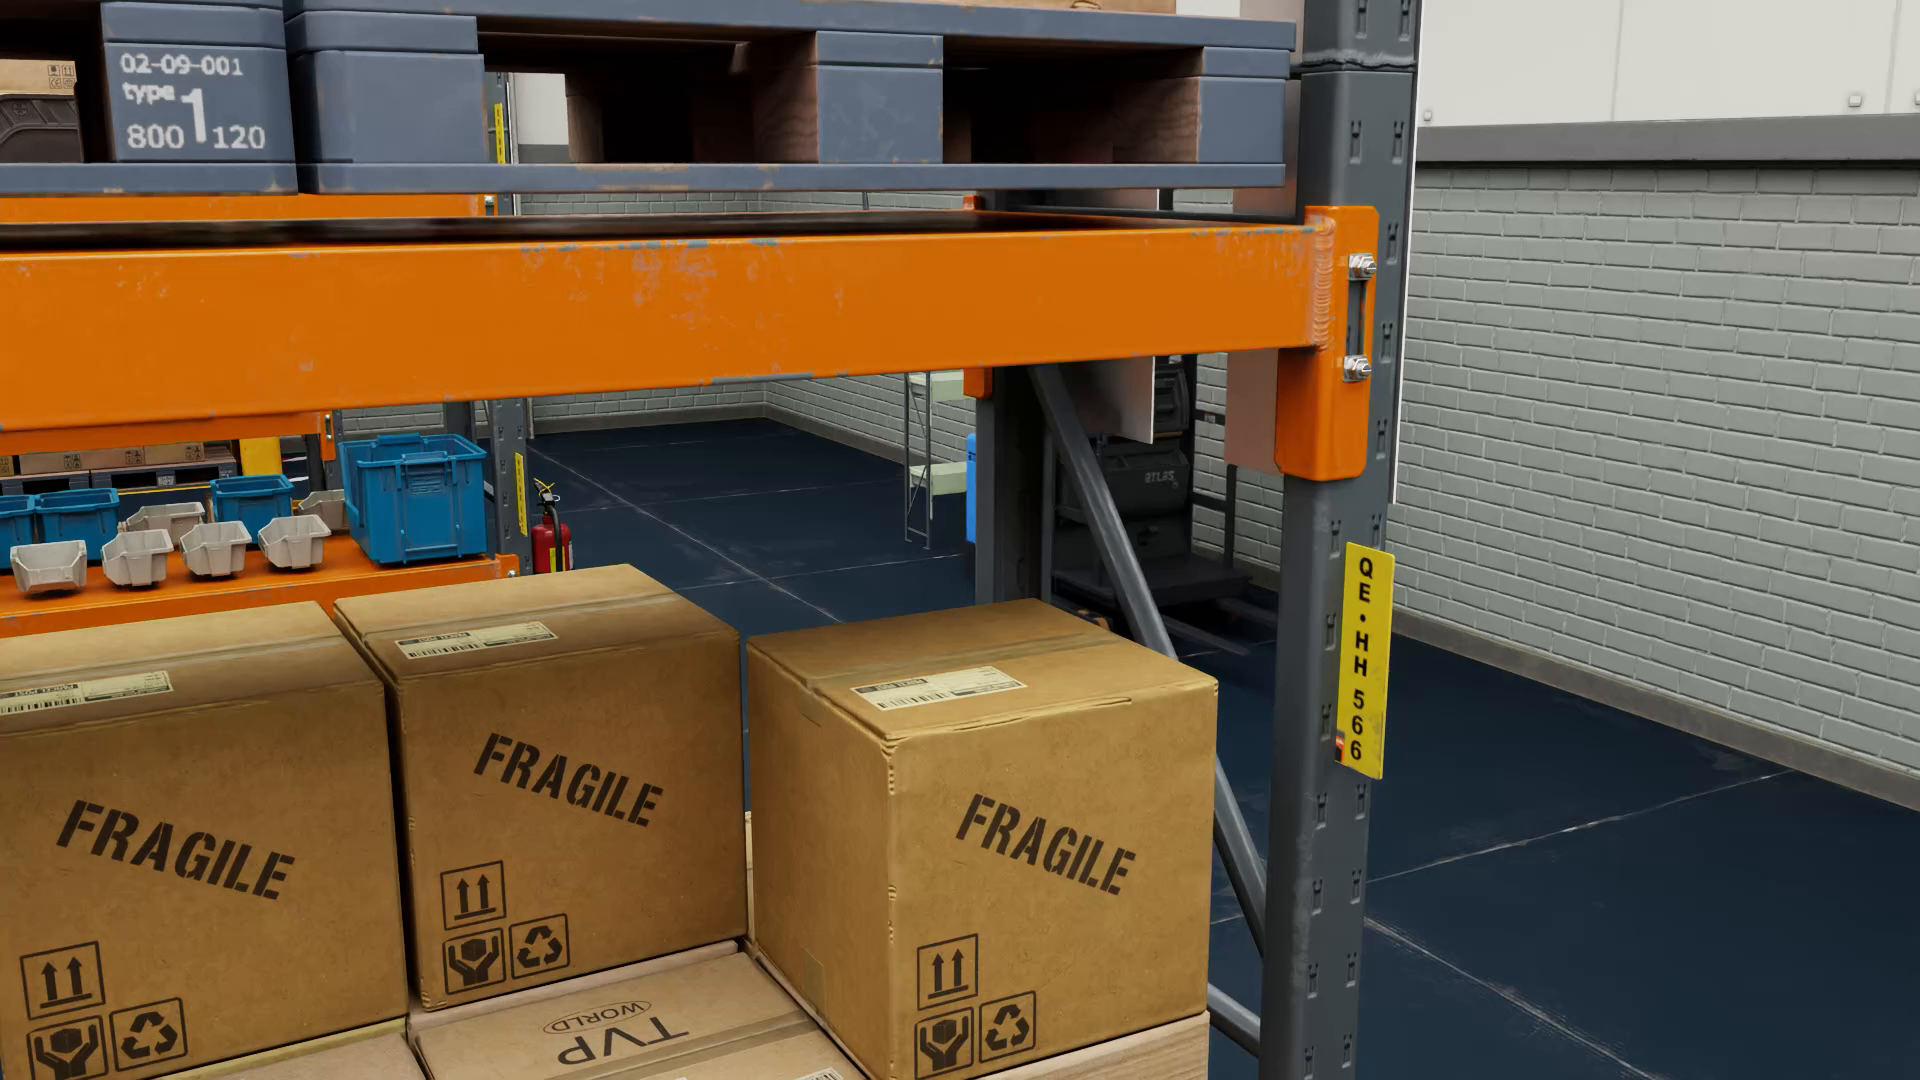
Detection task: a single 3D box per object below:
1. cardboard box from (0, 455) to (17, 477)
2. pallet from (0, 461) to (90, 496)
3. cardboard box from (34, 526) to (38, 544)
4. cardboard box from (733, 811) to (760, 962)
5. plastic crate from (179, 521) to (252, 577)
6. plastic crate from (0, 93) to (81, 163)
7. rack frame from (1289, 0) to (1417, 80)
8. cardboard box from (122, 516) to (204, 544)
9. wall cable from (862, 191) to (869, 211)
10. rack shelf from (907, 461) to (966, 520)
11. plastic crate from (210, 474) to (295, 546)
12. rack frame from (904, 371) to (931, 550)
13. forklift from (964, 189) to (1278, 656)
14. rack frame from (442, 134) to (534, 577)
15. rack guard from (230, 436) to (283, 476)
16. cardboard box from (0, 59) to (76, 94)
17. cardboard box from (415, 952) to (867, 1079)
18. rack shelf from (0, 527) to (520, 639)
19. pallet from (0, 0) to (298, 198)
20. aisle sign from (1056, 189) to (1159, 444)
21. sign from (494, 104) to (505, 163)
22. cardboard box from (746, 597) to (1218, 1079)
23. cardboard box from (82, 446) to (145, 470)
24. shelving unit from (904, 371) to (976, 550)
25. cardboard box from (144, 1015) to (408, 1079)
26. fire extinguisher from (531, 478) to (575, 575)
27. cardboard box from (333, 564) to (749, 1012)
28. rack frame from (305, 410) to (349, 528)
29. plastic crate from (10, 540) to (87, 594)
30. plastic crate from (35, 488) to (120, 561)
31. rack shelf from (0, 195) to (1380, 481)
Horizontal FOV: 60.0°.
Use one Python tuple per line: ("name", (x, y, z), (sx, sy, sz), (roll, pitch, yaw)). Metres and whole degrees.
("cardboard box", (-8.712, -0.848, 14.784), (0.500, 0.500, 0.700), (-6, 14, -27))
("pallet", (-8.534, -0.532, 14.993), (1.213, 0.211, 1.003), (-7, 14, -28))
("cardboard box", (-6.288, 0.061, 10.692), (0.637, 0.503, 0.797), (-7, 14, -28))
("cardboard box", (-0.231, 0.671, 2.959), (0.500, 0.250, 0.500), (-7, 15, -29))
("plastic crate", (-2.944, 0.038, 6.573), (0.243, 0.136, 0.396), (-7, 14, -28))
("plastic crate", (-3.526, -1.535, 6.409), (0.767, 0.338, 0.504), (-7, 14, -28))
("rack frame", (0.320, -2.182, 2.310), (0.127, 3.000, 1.000), (-7, 14, -28))
("cardboard box", (-5.476, 0.017, 11.462), (0.500, 0.250, 0.500), (-7, 14, -28))
("wall cable", (-1.665, -4.057, 17.714), (0.112, 2.526, 3.097), (-7, 14, -28))
("rack shelf", (-0.006, -0.413, 13.013), (0.720, 0.370, 0.431), (-7, 14, -28))
("plastic crate", (-3.006, -0.126, 7.080), (0.300, 0.233, 0.416), (-7, 14, -28))
("rack frame", (-0.327, -0.692, 12.770), (0.023, 1.500, 0.400), (-7, 14, -28))
("forklift", (1.161, -0.901, 10.439), (1.130, 2.935, 3.031), (-7, 14, -27))
("rack frame", (-2.054, -0.210, 7.210), (0.127, 3.000, 1.000), (-7, 14, -28))
("rack guard", (-6.779, -0.902, 15.979), (0.348, 0.500, 1.175), (-7, 14, -28))
("cardboard box", (-5.734, -2.998, 10.262), (0.500, 0.500, 0.700), (-7, 14, -28))
("cardboard box", (-0.424, 0.828, 2.262), (0.500, 0.250, 0.500), (-7, 15, -29))
("rack shelf", (-3.809, 0.351, 6.354), (4.000, 0.370, 1.077), (-7, 14, -28))
("pallet", (-1.399, -0.466, 1.719), (1.213, 0.211, 1.003), (-7, 14, -28))
("aisle sign", (0.239, -0.589, 2.974), (0.004, 0.787, 0.394), (-7, 14, -28))
("sign", (-1.776, -1.518, 6.429), (0.005, 0.325, 0.100), (-7, 14, -28))
("cardboard box", (0.018, 0.409, 2.417), (0.500, 0.500, 0.500), (-7, 14, -27))
("cardboard box", (-7.806, -0.959, 15.275), (0.500, 0.500, 0.700), (-7, 14, -28))
("shelving unit", (-0.006, -0.731, 12.941), (0.755, 1.500, 0.431), (-7, 14, -28))
("cardboard box", (-1.127, 0.779, 2.479), (0.500, 0.250, 0.500), (-7, 15, -30))
("fire extinguisher", (-1.703, 0.081, 6.941), (0.183, 0.674, 0.296), (-7, 14, -28))
("cardboard box", (-0.670, 0.358, 2.643), (0.500, 0.500, 0.500), (-7, 15, -29))
("rack frame", (-4.424, -1.165, 11.453), (0.127, 3.000, 1.000), (-7, 14, -28))
("plastic crate", (-3.428, 0.107, 6.268), (0.250, 0.136, 0.298), (-7, 14, -28))
("plastic crate", (-3.584, -0.056, 6.773), (0.300, 0.233, 0.416), (-7, 14, -28))
("rack shelf", (-1.436, -0.157, 1.783), (4.000, 0.370, 1.077), (-7, 14, -28))
